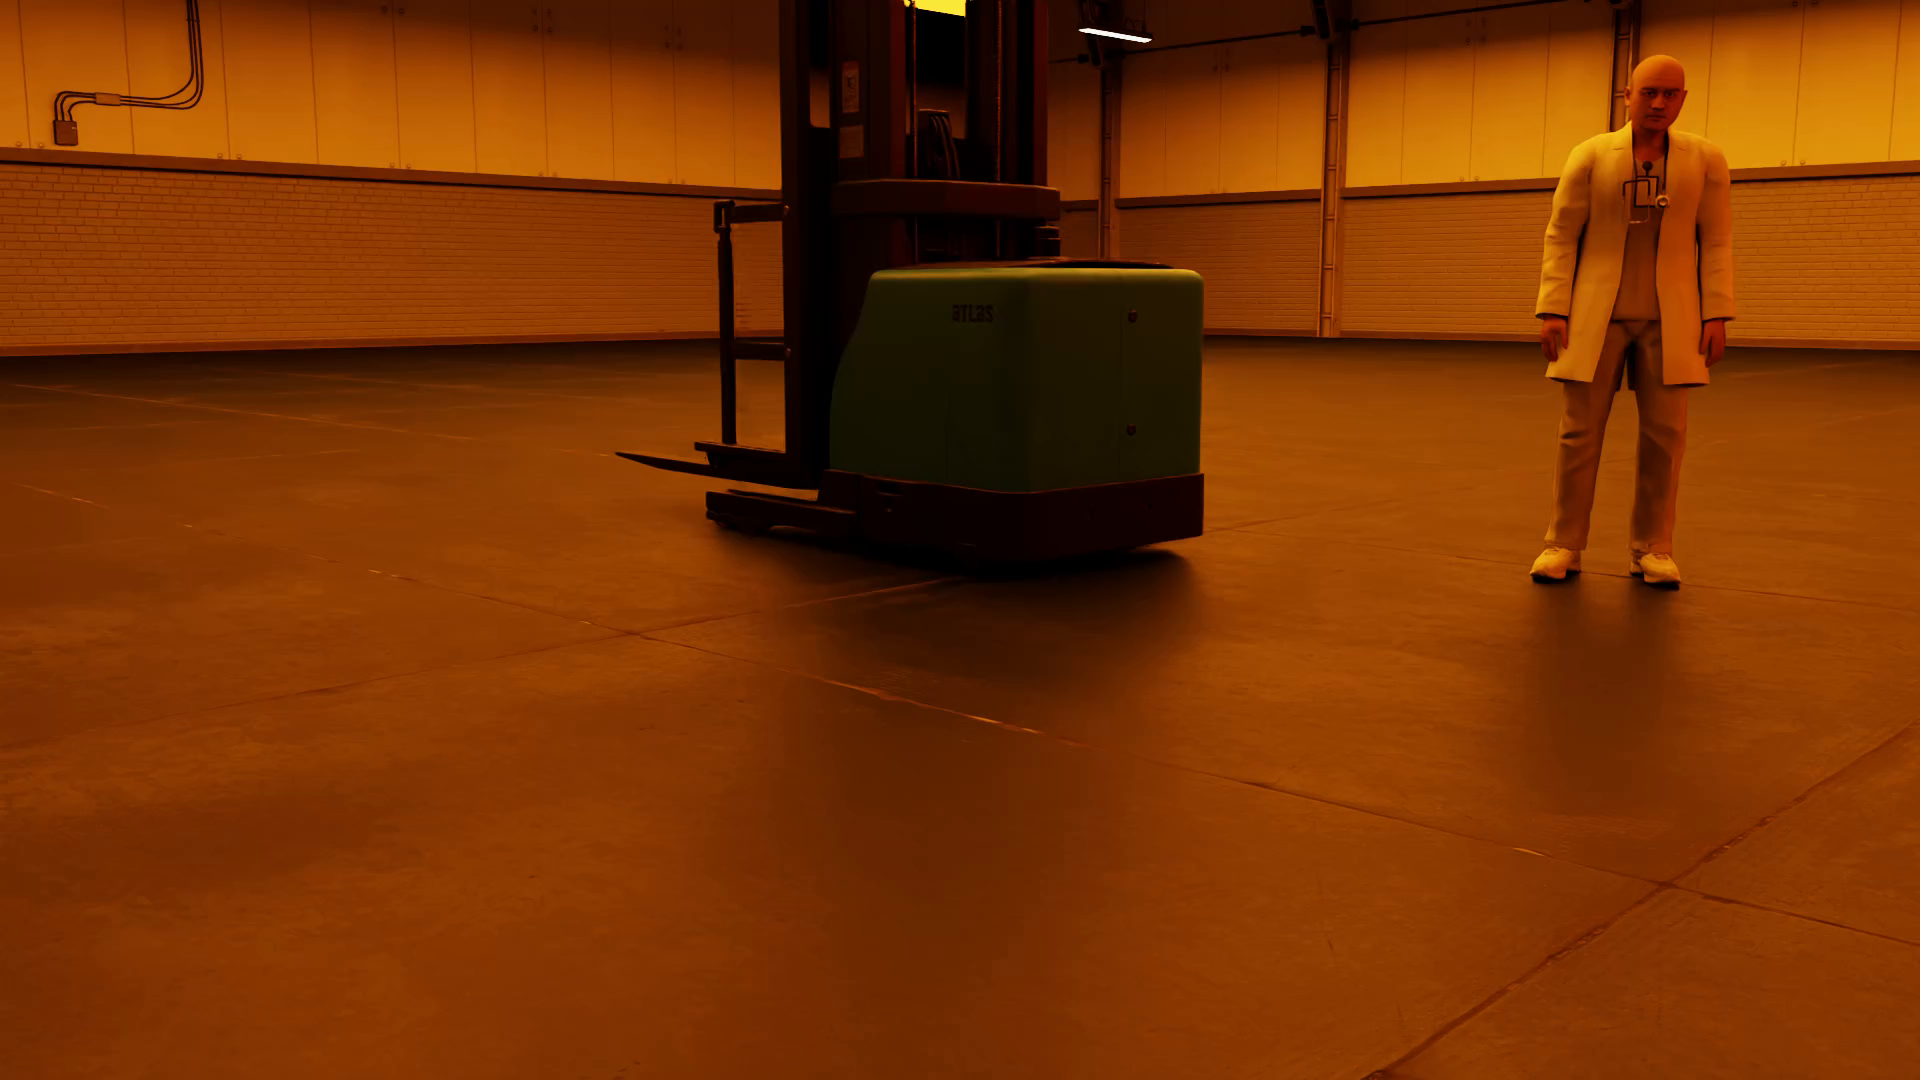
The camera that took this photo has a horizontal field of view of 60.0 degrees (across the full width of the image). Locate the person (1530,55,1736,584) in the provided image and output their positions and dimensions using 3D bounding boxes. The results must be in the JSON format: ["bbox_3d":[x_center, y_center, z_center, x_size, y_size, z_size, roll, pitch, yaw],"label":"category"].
[{"bbox_3d":[2.316,-0.746,5.718,0.644,1.772,0.430,3,9,17],"label":"person"}]

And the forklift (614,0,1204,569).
[{"bbox_3d":[-0.423,-1.517,6.947,1.130,2.935,3.031,-7,11,-41],"label":"forklift"}]
